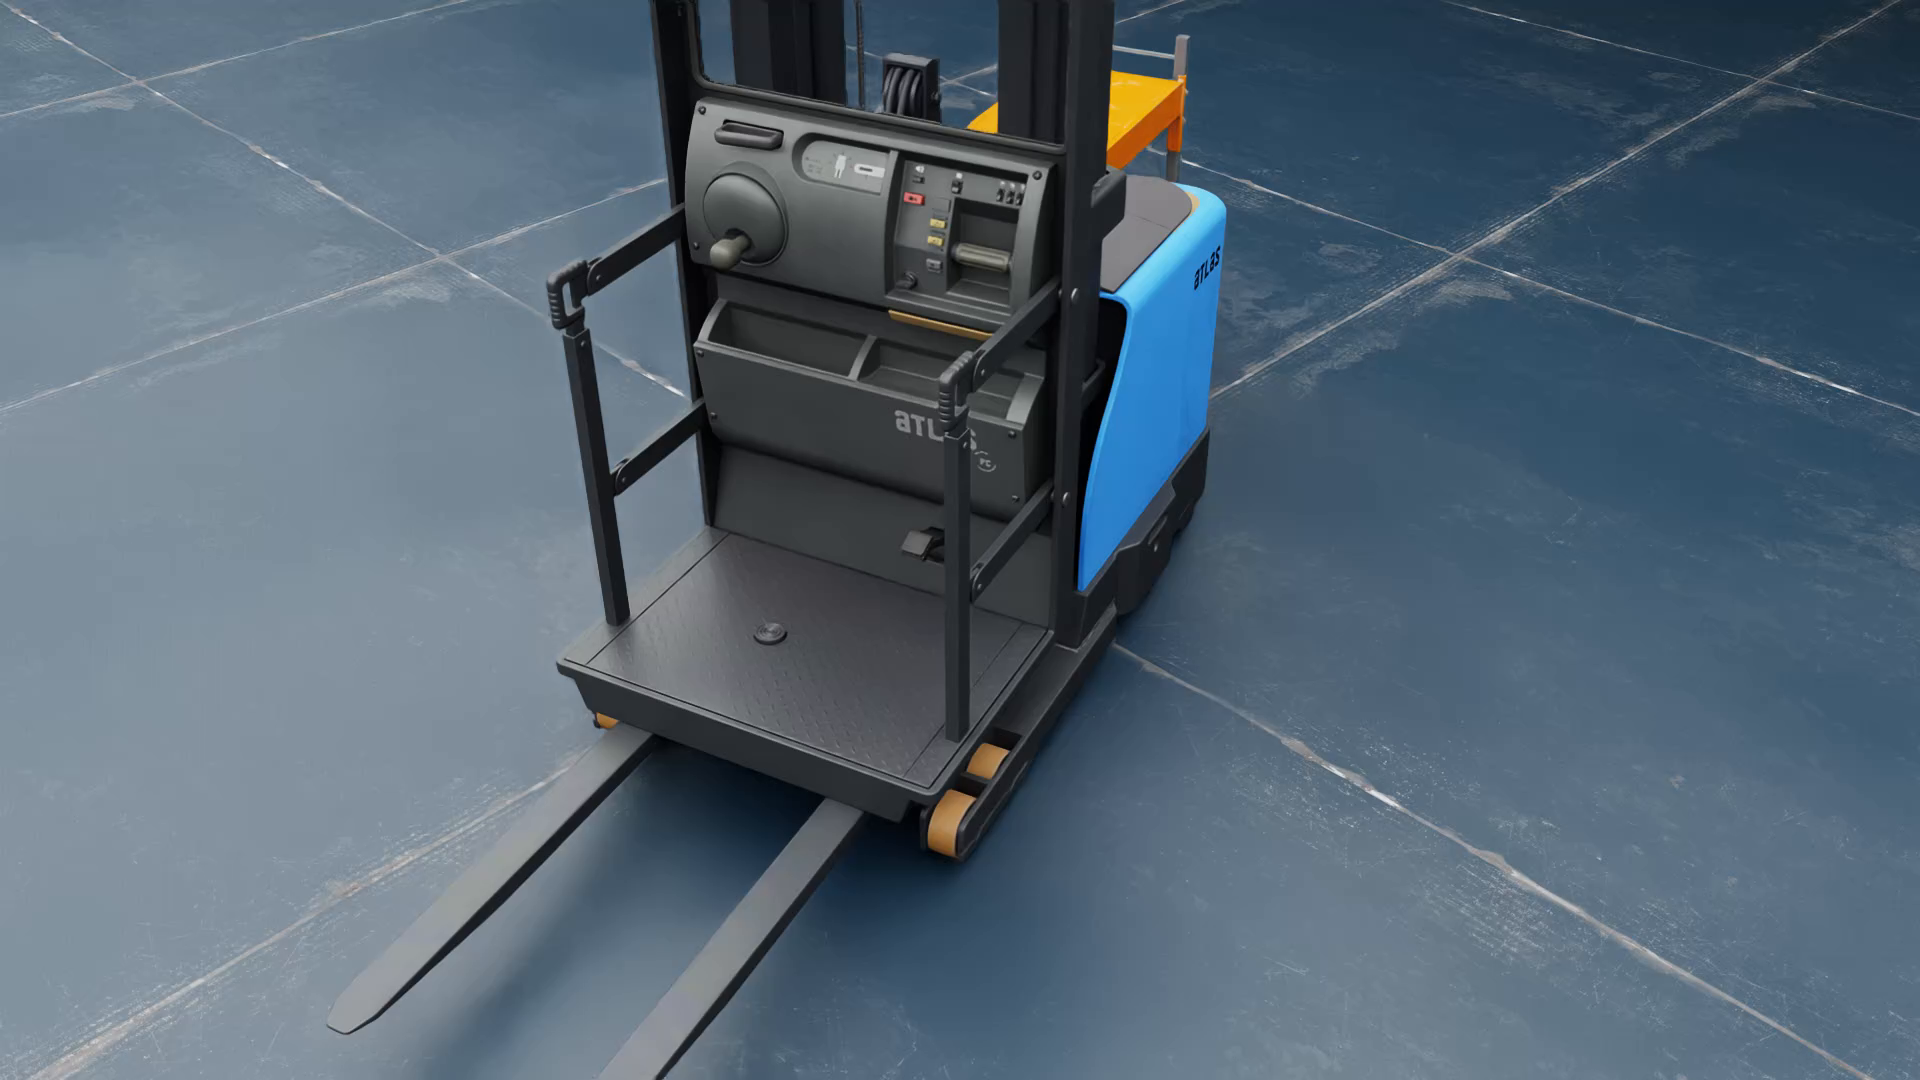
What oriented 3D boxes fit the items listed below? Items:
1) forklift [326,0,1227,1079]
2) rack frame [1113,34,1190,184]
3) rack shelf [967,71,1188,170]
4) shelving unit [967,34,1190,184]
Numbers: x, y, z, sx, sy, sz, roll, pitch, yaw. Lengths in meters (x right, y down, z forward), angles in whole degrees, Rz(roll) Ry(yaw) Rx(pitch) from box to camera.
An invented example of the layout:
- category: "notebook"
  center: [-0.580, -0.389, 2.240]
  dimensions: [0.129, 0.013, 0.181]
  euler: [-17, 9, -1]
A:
- category: "forklift"
  center: [-0.328, -0.707, 3.701]
  dimensions: [1.130, 2.935, 3.031]
  euler: [16, 38, 22]
- category: "rack frame"
  center: [0.574, -1.354, 6.208]
  dimensions: [0.500, 1.125, 0.032]
  euler: [16, 38, 21]
- category: "rack shelf"
  center: [0.349, -1.333, 5.667]
  dimensions: [0.538, 0.278, 1.000]
  euler: [16, 38, 21]
- category: "shelving unit"
  center: [0.349, -1.093, 5.834]
  dimensions: [0.538, 1.125, 1.048]
  euler: [16, 38, 21]
